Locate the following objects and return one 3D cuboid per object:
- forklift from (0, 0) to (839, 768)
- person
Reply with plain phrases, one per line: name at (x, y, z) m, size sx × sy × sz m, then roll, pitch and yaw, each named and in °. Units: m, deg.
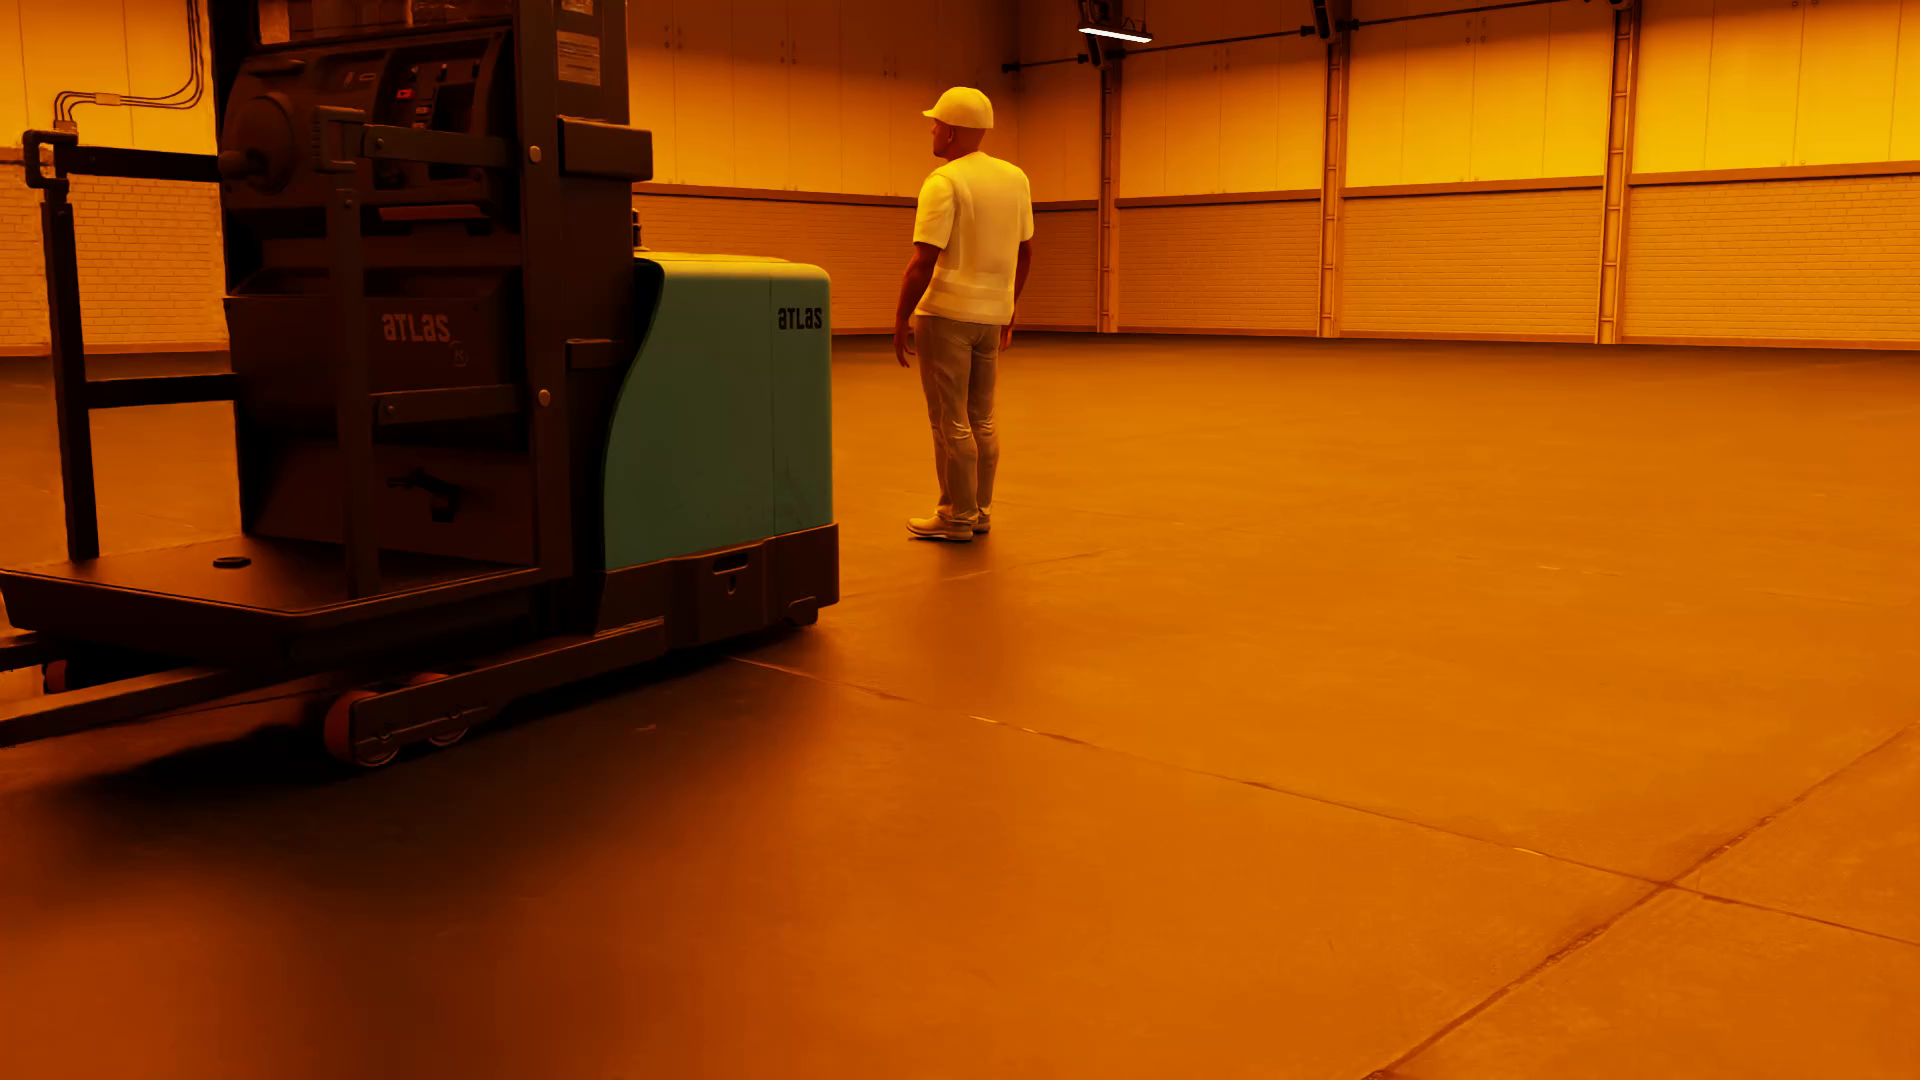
forklift at (-1.547, -1.045, 3.813) m, size 1.130 × 2.935 × 3.031 m, roll 5°, pitch 10°, yaw 30°
person at (-0.046, -0.888, 6.636) m, size 0.577 × 1.765 × 0.666 m, roll 8°, pitch 12°, yaw 43°
